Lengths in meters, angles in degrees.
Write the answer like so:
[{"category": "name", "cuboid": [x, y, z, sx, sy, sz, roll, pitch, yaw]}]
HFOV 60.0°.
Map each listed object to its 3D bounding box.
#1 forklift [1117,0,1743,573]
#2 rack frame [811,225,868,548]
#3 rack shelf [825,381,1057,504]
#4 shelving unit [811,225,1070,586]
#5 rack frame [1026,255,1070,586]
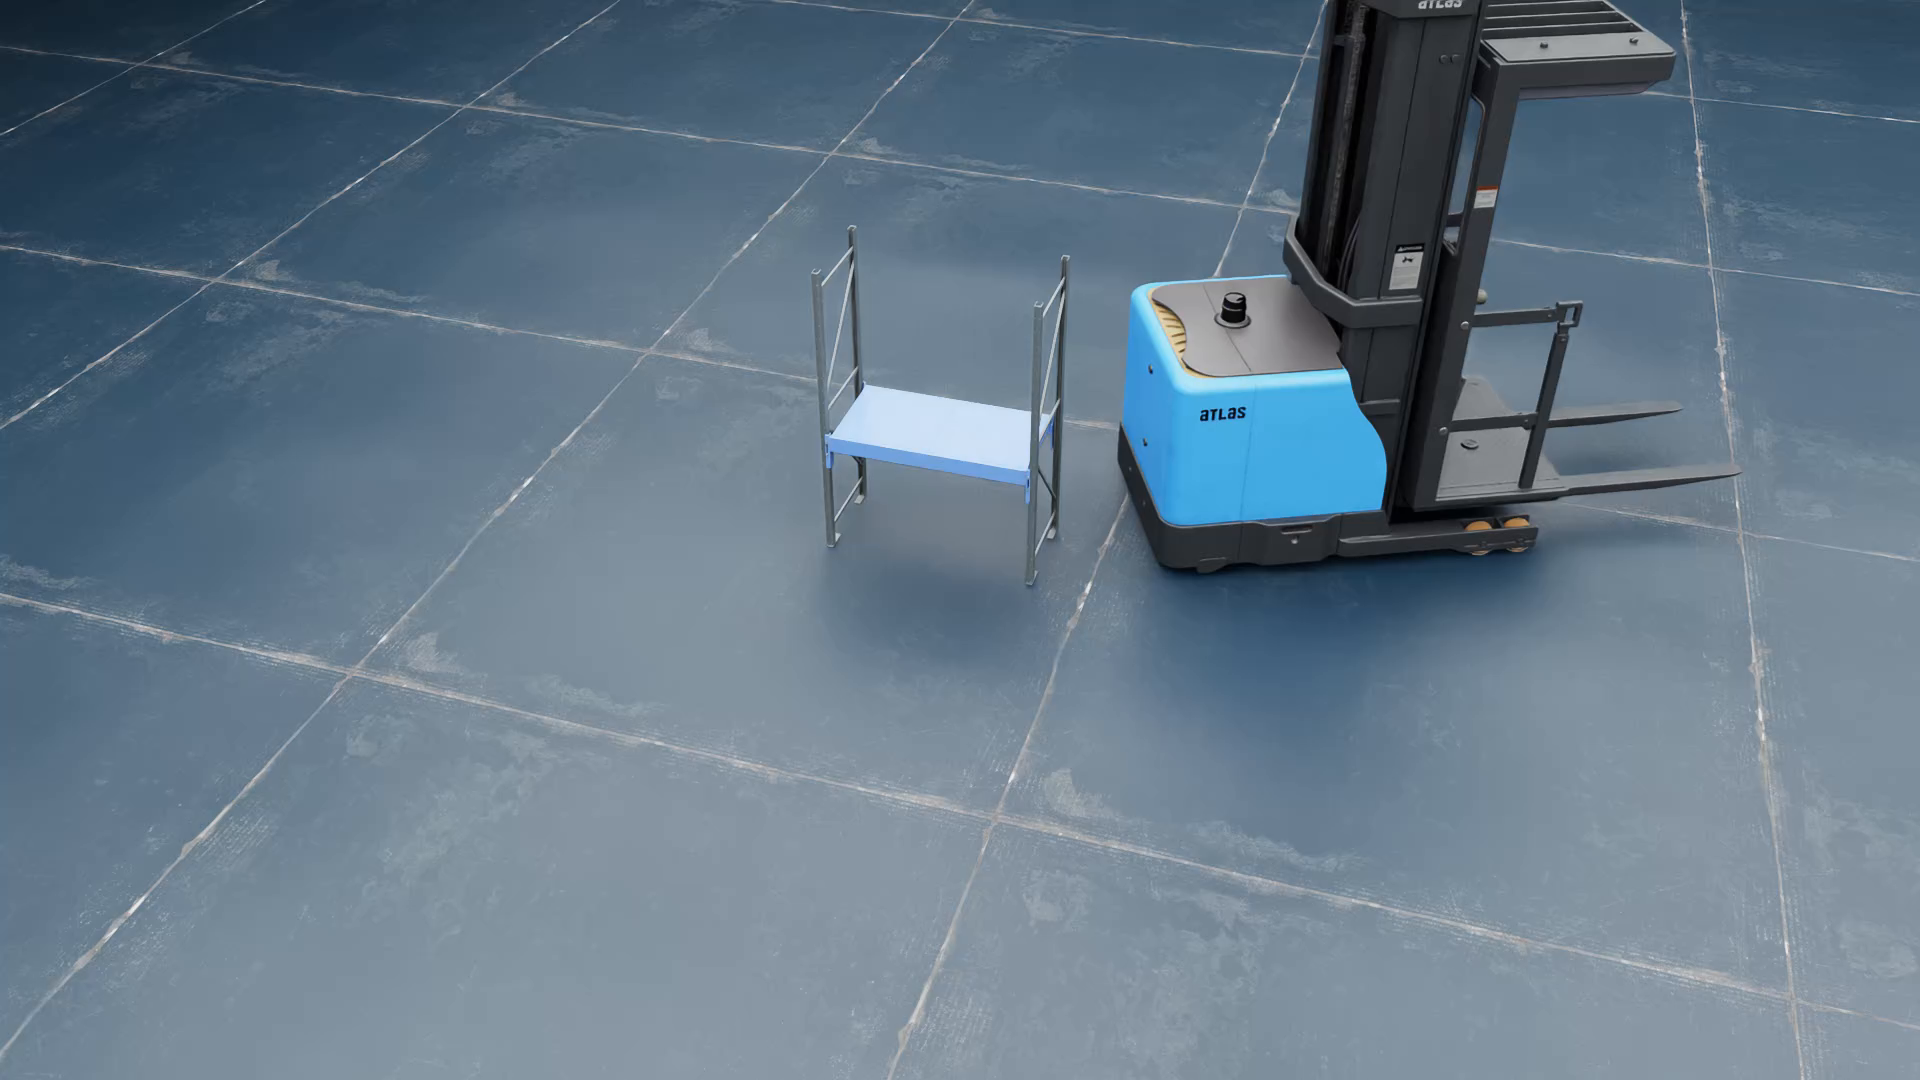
[{"category": "forklift", "cuboid": [2.382, -1.412, 7.696, 3.031, 2.935, 1.130, -5, 37, -6]}, {"category": "rack frame", "cuboid": [-0.567, -0.709, 7.948, 0.032, 1.500, 0.500, 10, 38, 14]}, {"category": "rack shelf", "cuboid": [-0.081, -0.474, 7.933, 1.000, 0.185, 0.538, 10, 38, 14]}, {"category": "shelving unit", "cuboid": [-0.081, -0.619, 7.826, 1.048, 1.500, 0.538, 10, 38, 14]}, {"category": "rack frame", "cuboid": [0.404, -0.529, 7.704, 0.032, 1.500, 0.500, 10, 38, 14]}]
